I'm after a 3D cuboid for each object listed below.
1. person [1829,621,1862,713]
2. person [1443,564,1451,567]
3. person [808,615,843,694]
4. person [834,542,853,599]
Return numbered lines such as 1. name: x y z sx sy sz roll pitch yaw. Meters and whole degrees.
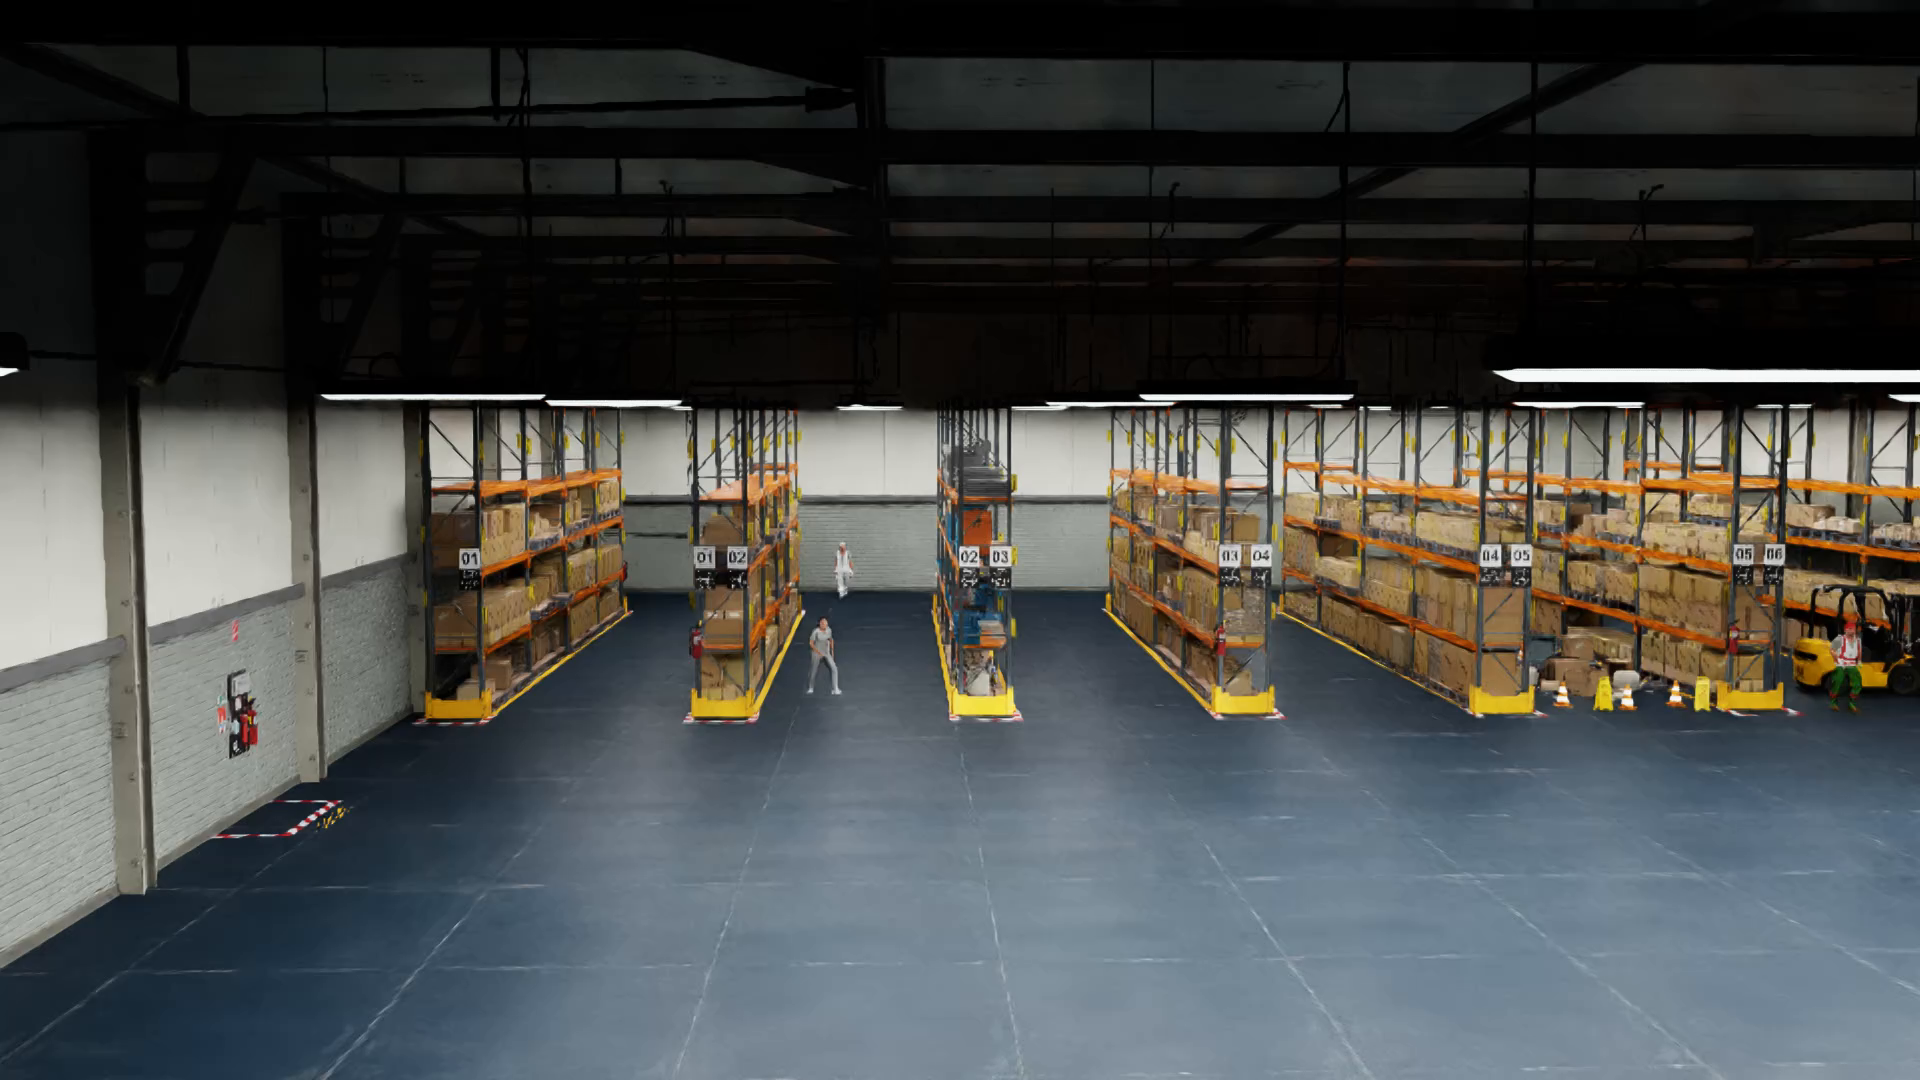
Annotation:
1. person: 16.952 2.403 31.750 0.711 1.751 0.680 0 4 2
2. person: 13.239 1.324 45.257 0.404 1.786 0.655 1 4 7
3. person: -2.778 2.312 33.666 0.613 1.607 0.802 -2 5 -21
4. person: -3.571 0.919 50.986 0.564 1.736 1.045 0 4 -3
